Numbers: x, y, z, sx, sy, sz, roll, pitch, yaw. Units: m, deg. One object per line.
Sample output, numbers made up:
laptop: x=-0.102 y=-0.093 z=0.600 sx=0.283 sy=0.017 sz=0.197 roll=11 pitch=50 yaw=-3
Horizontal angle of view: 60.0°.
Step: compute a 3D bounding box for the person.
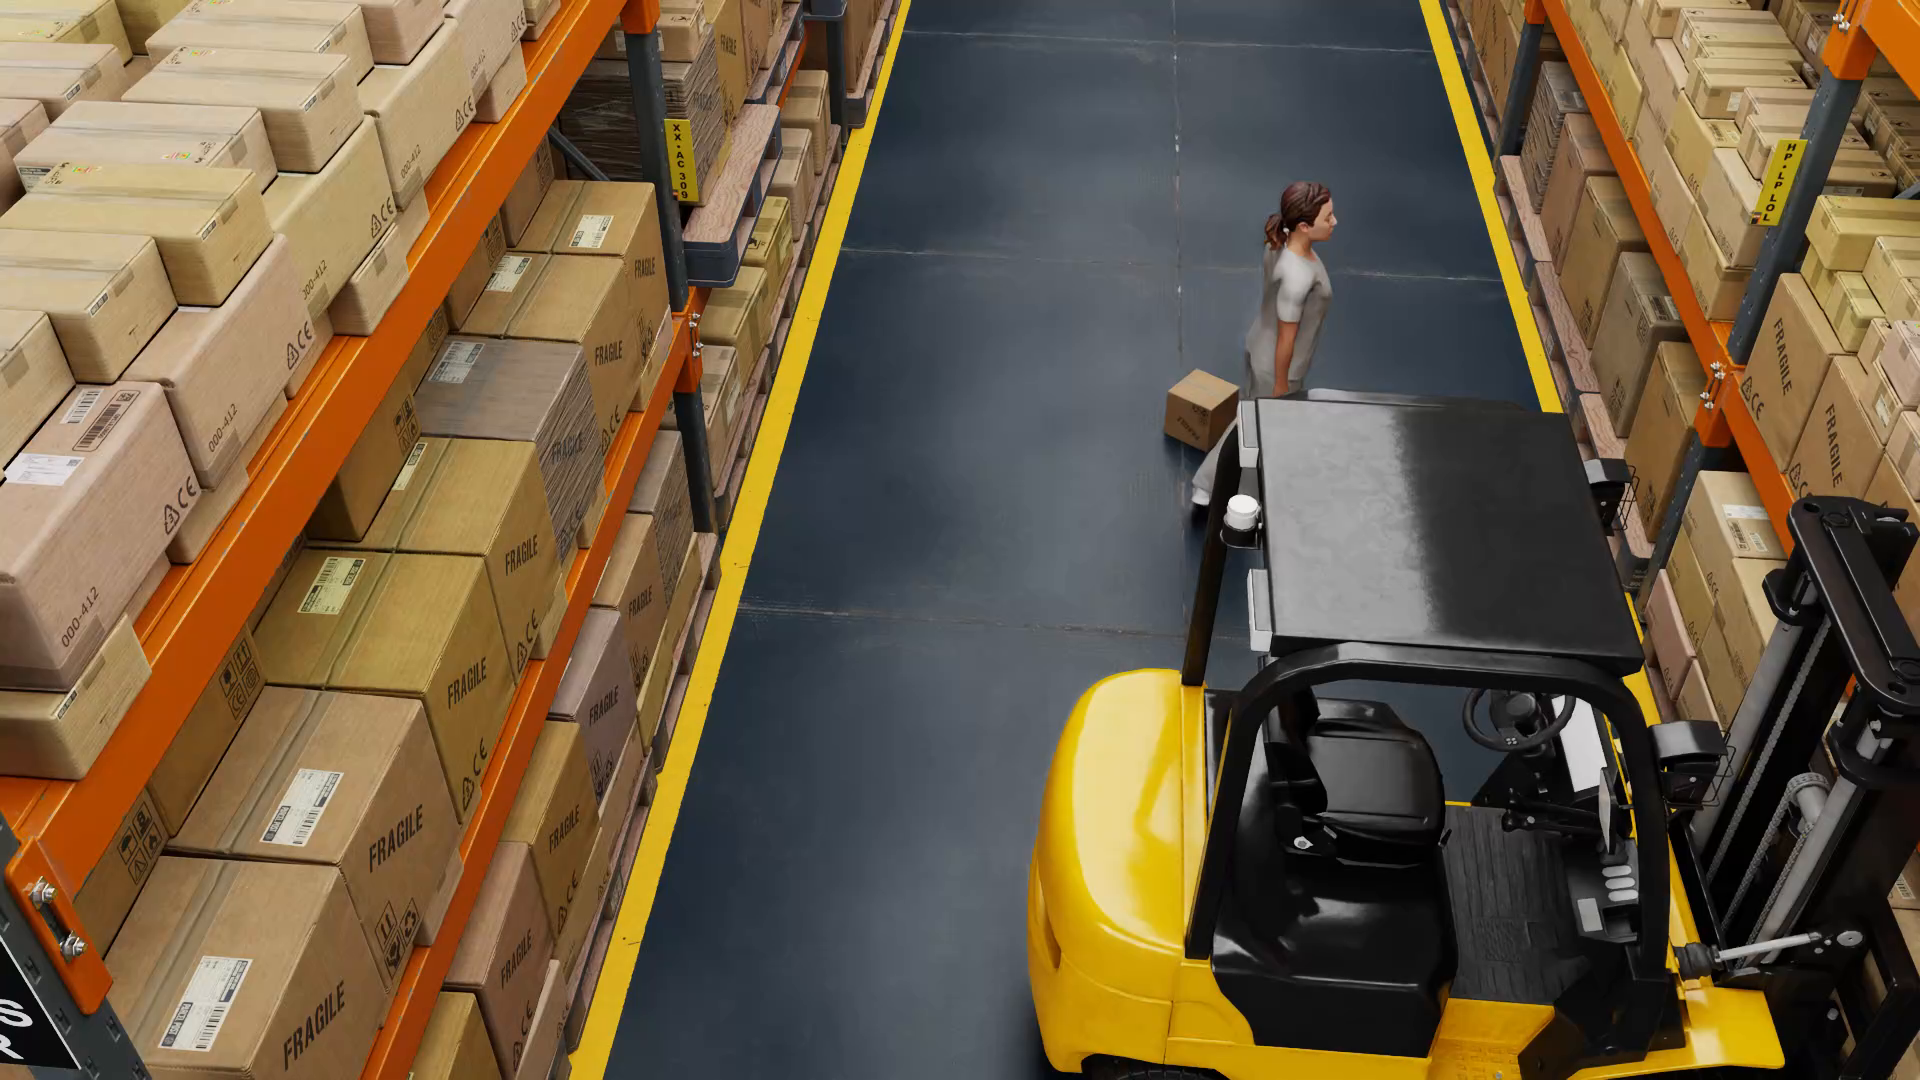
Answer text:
person: x=1.284 y=-0.756 z=7.045 sx=0.497 sy=1.668 sz=0.449 roll=-2 pitch=40 yaw=-2
